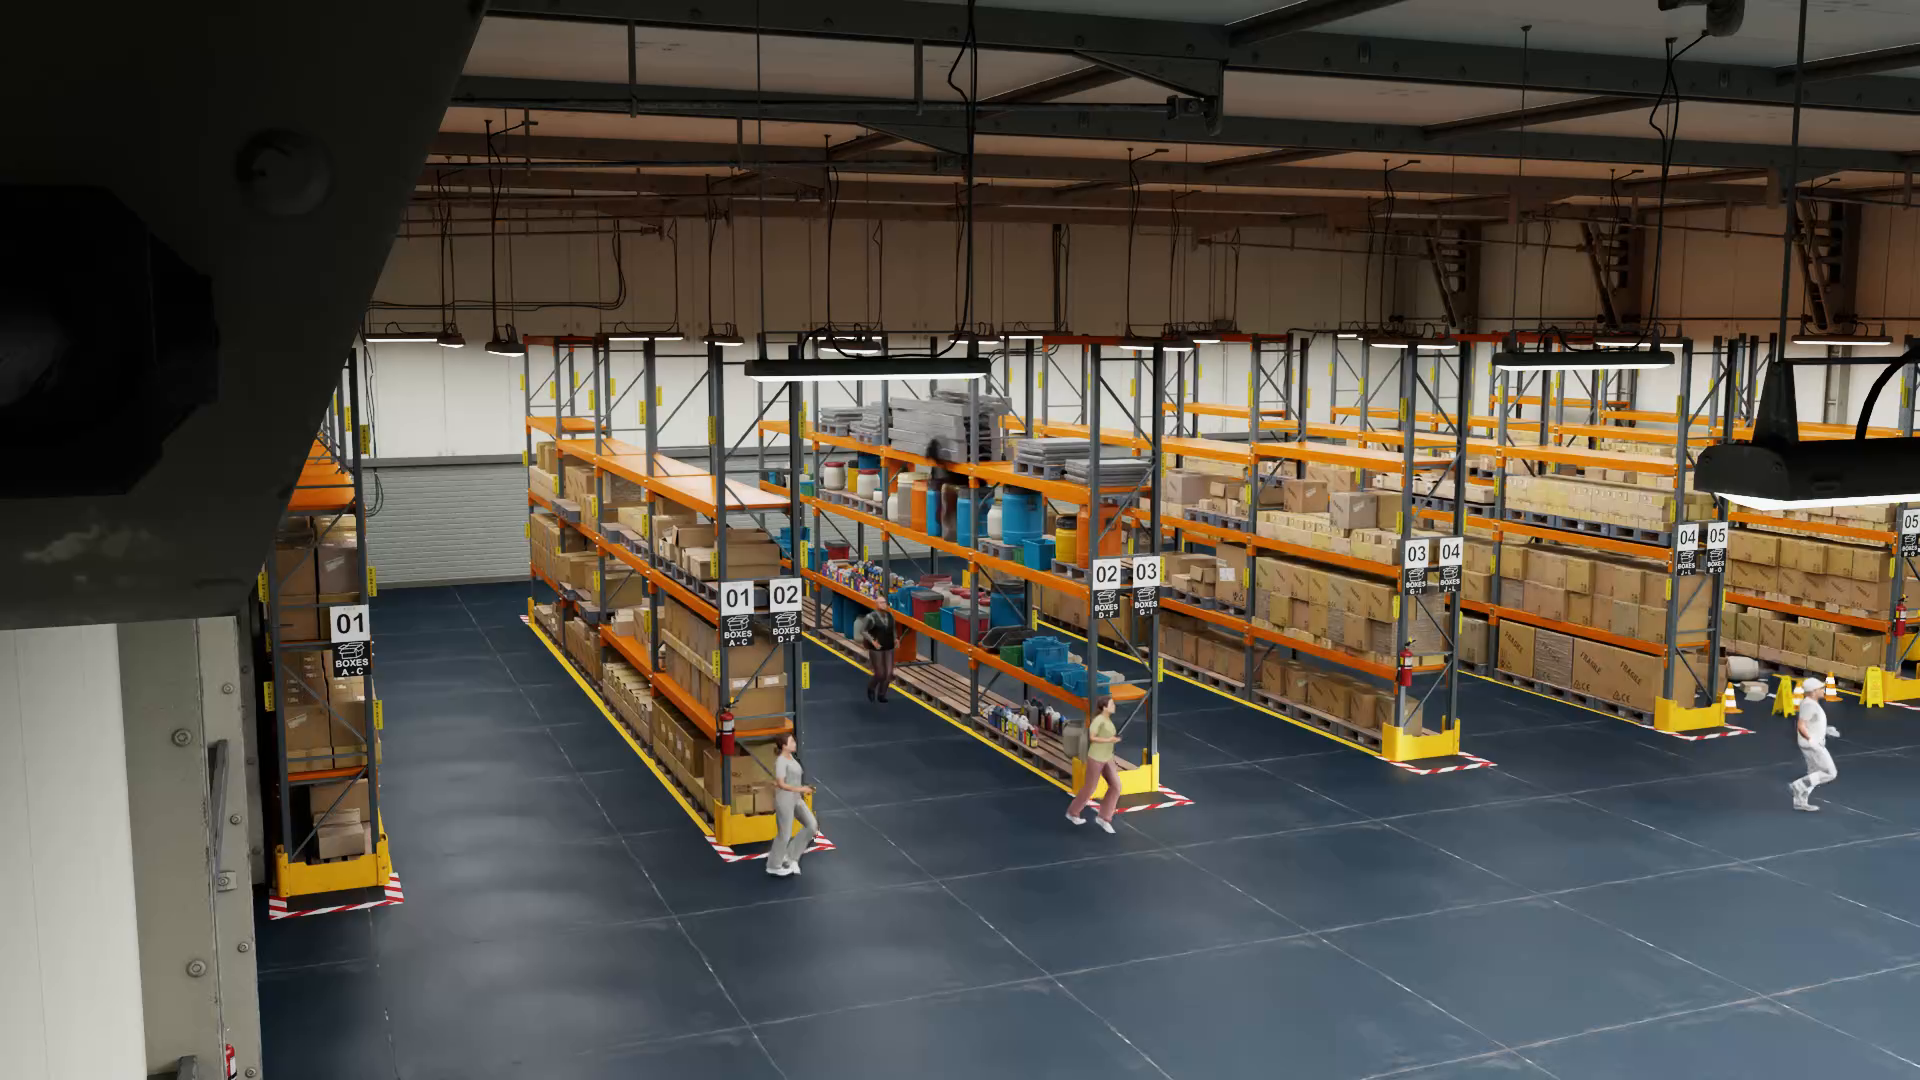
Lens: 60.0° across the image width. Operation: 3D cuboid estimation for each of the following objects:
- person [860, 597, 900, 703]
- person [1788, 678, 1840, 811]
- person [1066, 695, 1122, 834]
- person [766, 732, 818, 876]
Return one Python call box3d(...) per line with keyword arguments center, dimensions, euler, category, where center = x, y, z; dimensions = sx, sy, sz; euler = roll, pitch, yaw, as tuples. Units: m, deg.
box3d(center=(-1.246, 1.732, 26.274), dimensions=(0.647, 1.690, 0.533), euler=(-5, 9, -32), category="person")
box3d(center=(10.997, 2.635, 21.386), dimensions=(0.582, 1.737, 0.665), euler=(3, 8, 19), category="person")
box3d(center=(1.739, 2.766, 20.798), dimensions=(0.689, 1.683, 0.586), euler=(5, 9, 34), category="person")
box3d(center=(-1.915, 2.996, 18.942), dimensions=(0.586, 1.655, 0.594), euler=(2, 8, 16), category="person")
